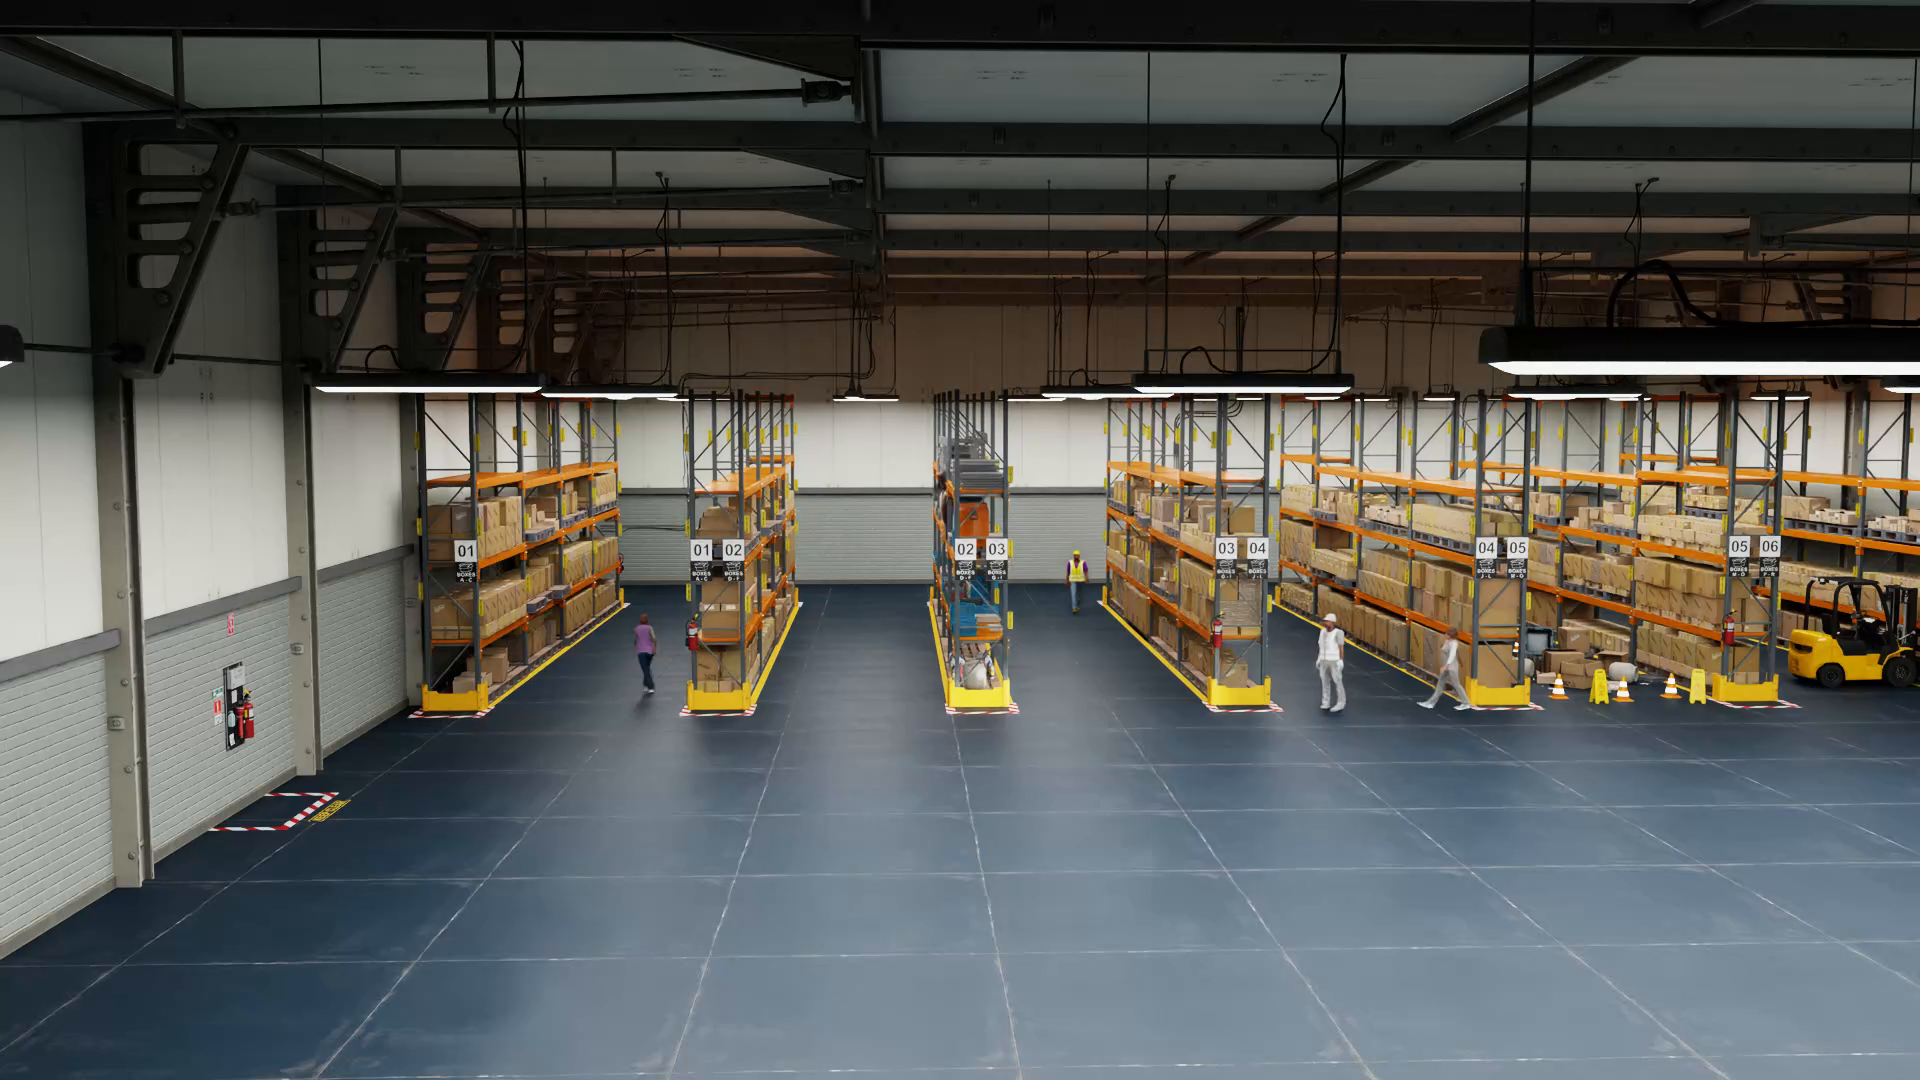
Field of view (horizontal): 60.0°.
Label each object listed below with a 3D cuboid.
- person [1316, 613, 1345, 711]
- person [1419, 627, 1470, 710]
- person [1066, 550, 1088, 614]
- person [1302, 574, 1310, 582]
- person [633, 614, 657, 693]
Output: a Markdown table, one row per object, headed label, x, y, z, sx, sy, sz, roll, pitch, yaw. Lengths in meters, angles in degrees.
| label | x | y | z | sx | sy | sz | roll | pitch | yaw |
| --- | --- | --- | --- | --- | --- | --- | --- | --- | --- |
| person | 6.959 | 2.278 | 31.261 | 0.426 | 1.788 | 0.618 | -5 | 7 | -45 |
| person | 9.065 | 2.399 | 31.012 | 0.924 | 1.547 | 0.524 | 0 | 5 | -2 |
| person | 3.220 | 1.136 | 45.630 | 0.590 | 1.717 | 1.058 | 0 | 5 | -2 |
| person | 10.285 | 0.783 | 49.462 | 0.460 | 1.794 | 0.518 | -2 | 5 | -23 |
| person | -6.275 | 2.279 | 33.034 | 0.383 | 1.639 | 0.729 | -4 | 6 | -39 |
